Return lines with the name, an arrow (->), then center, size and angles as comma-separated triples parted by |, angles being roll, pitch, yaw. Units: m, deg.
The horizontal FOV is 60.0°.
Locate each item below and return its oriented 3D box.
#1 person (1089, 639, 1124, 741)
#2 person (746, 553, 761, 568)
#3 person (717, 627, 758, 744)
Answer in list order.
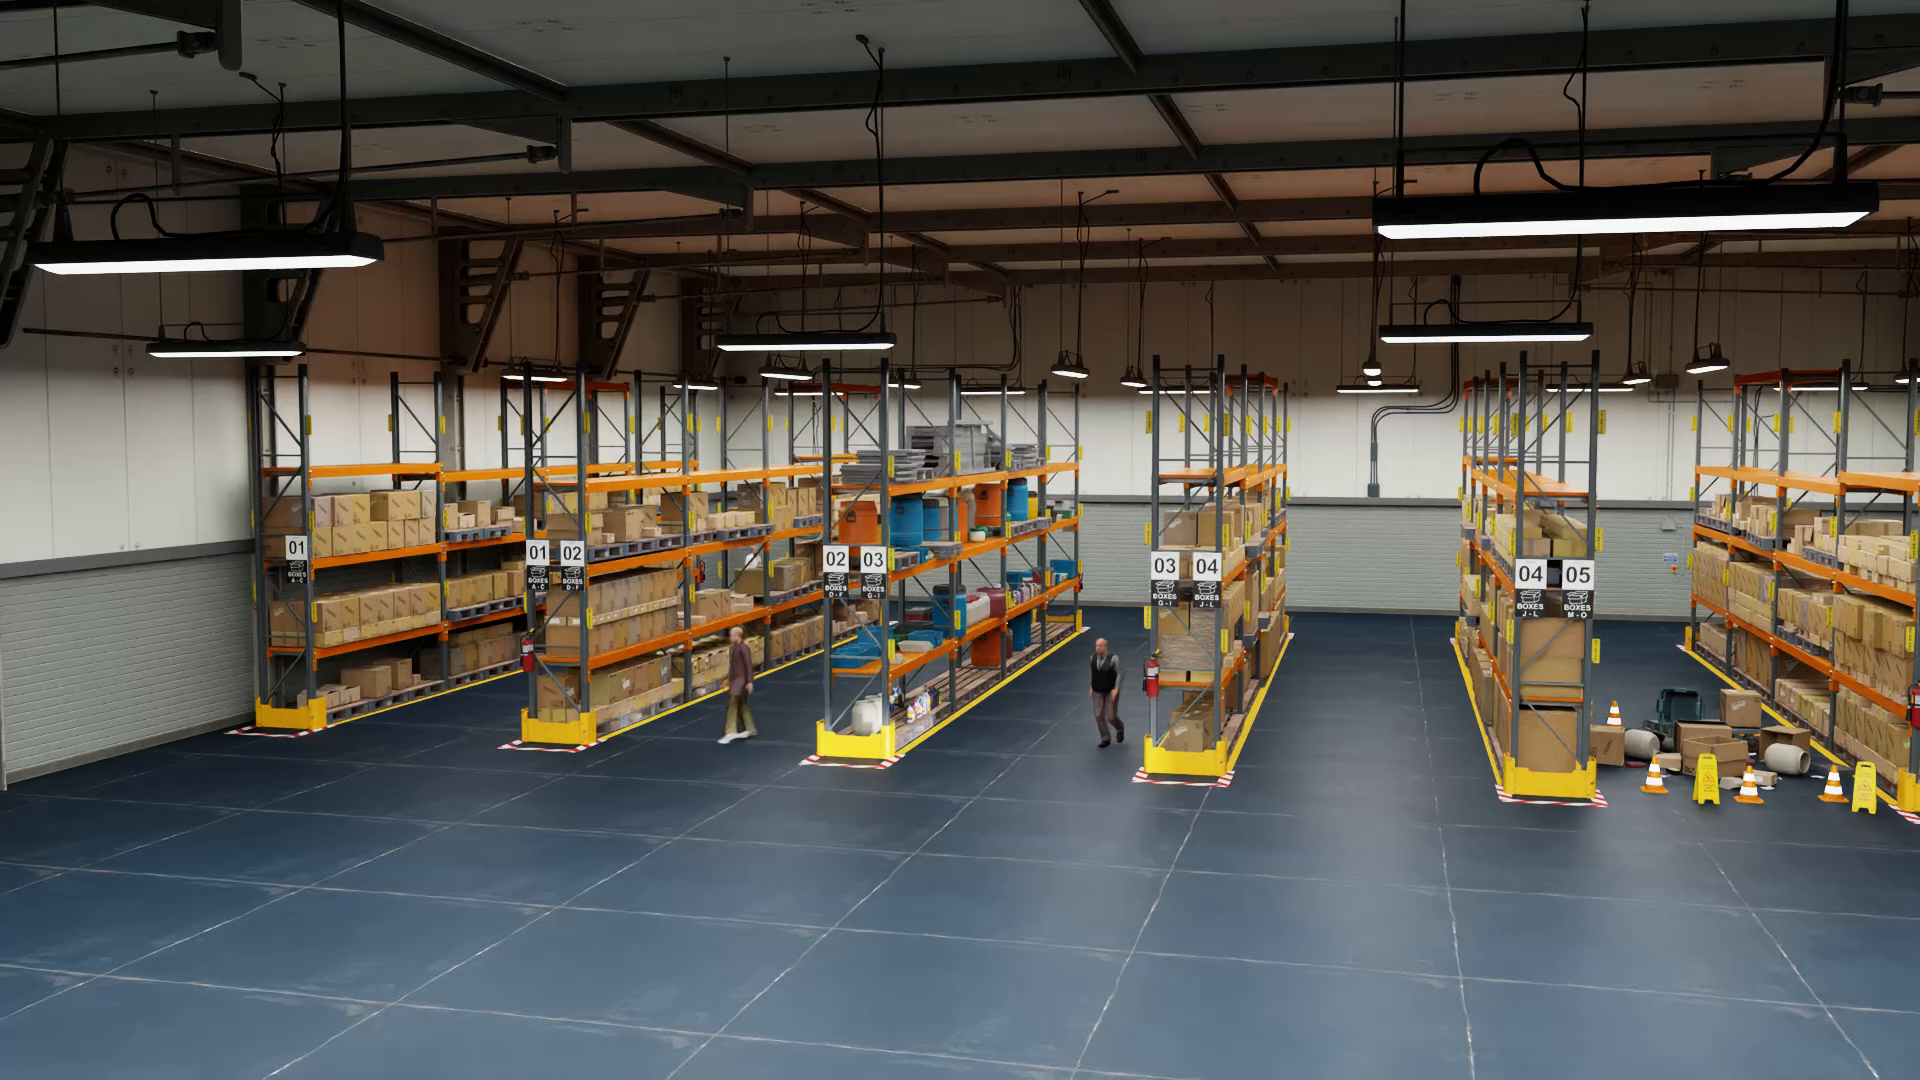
person -> 2.298, 2.338, 25.971 | 0.547, 1.640, 0.581 | 2, 5, 32
person -> -5.526, 1.127, 44.492 | 0.536, 1.576, 0.604 | 1, 4, 17
person -> -3.576, 2.291, 26.507 | 0.738, 1.788, 0.650 | -1, 4, -20
